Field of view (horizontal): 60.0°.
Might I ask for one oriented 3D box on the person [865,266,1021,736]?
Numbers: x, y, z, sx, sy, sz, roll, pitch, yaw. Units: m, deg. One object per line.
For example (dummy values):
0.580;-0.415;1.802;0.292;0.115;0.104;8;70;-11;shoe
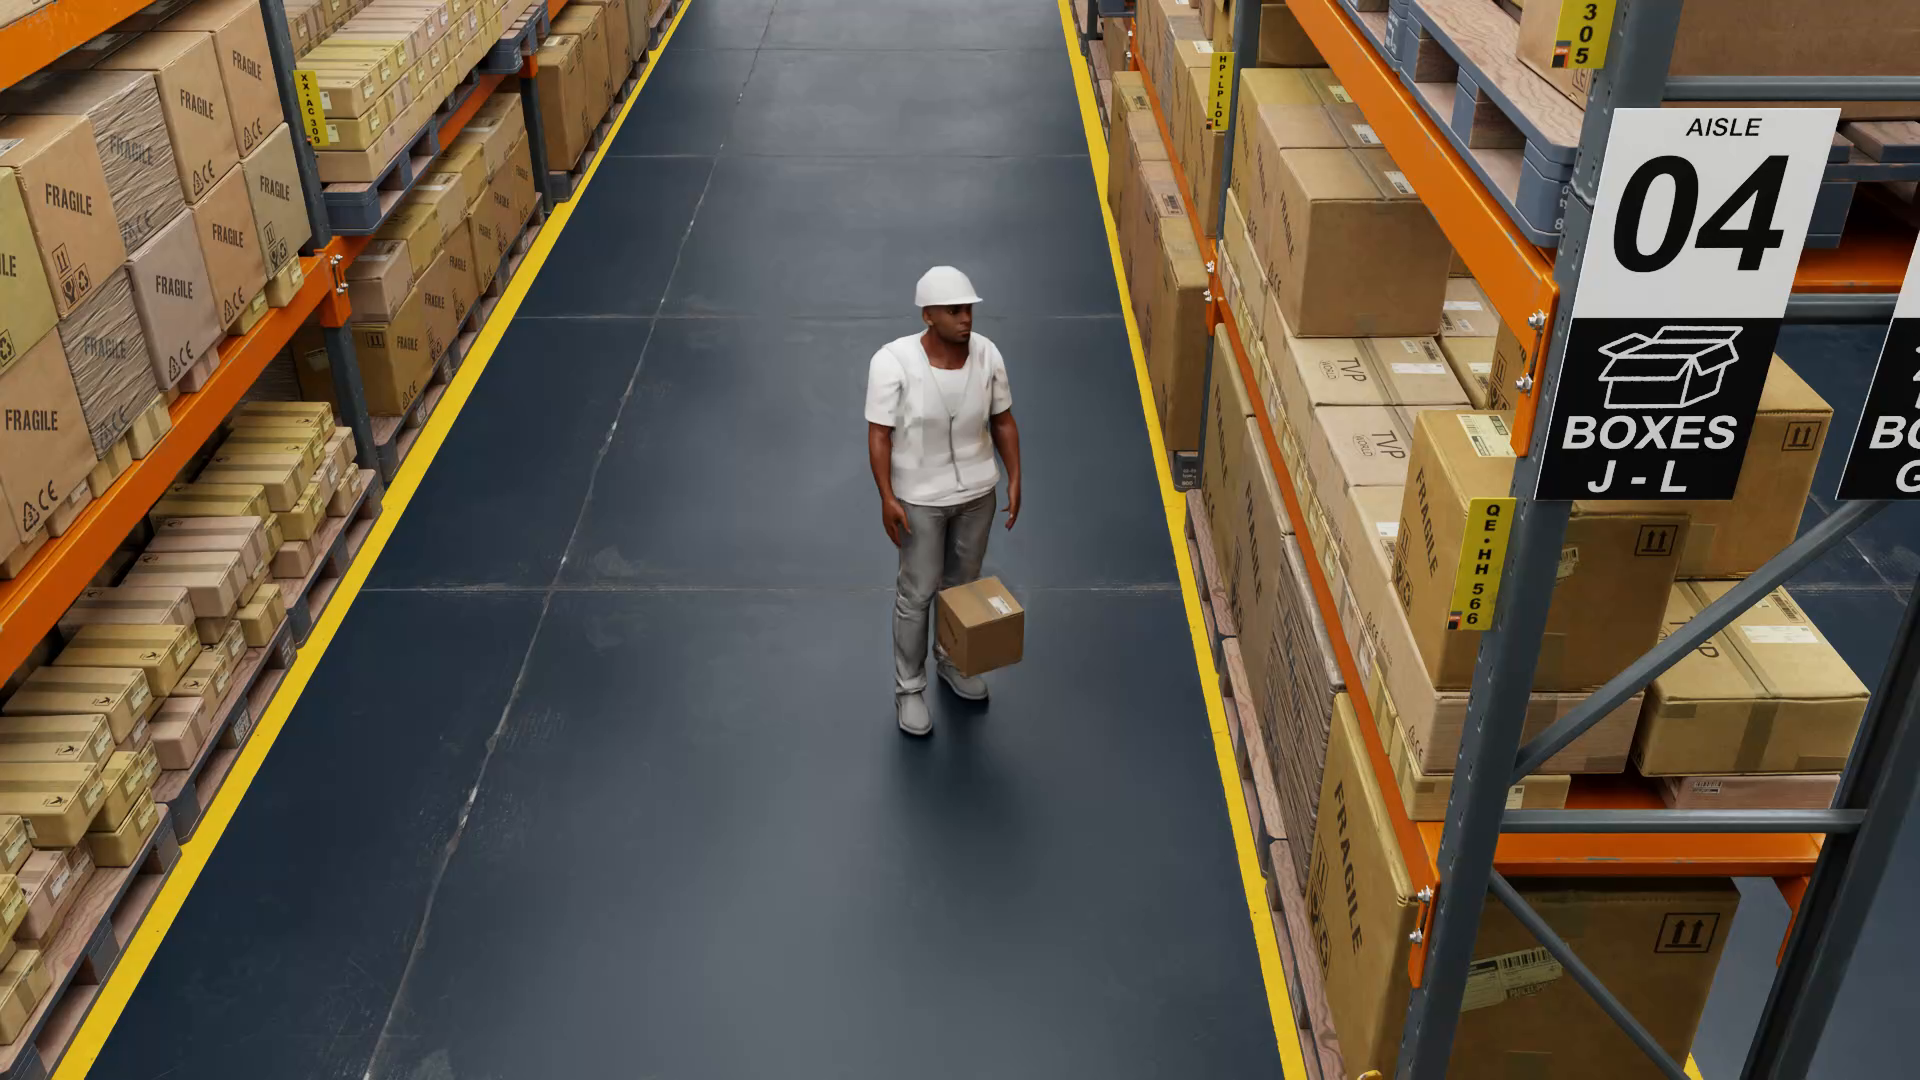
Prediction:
-0.031;-0.160;6.358;0.629;1.768;0.576;-14;34;-21;person
